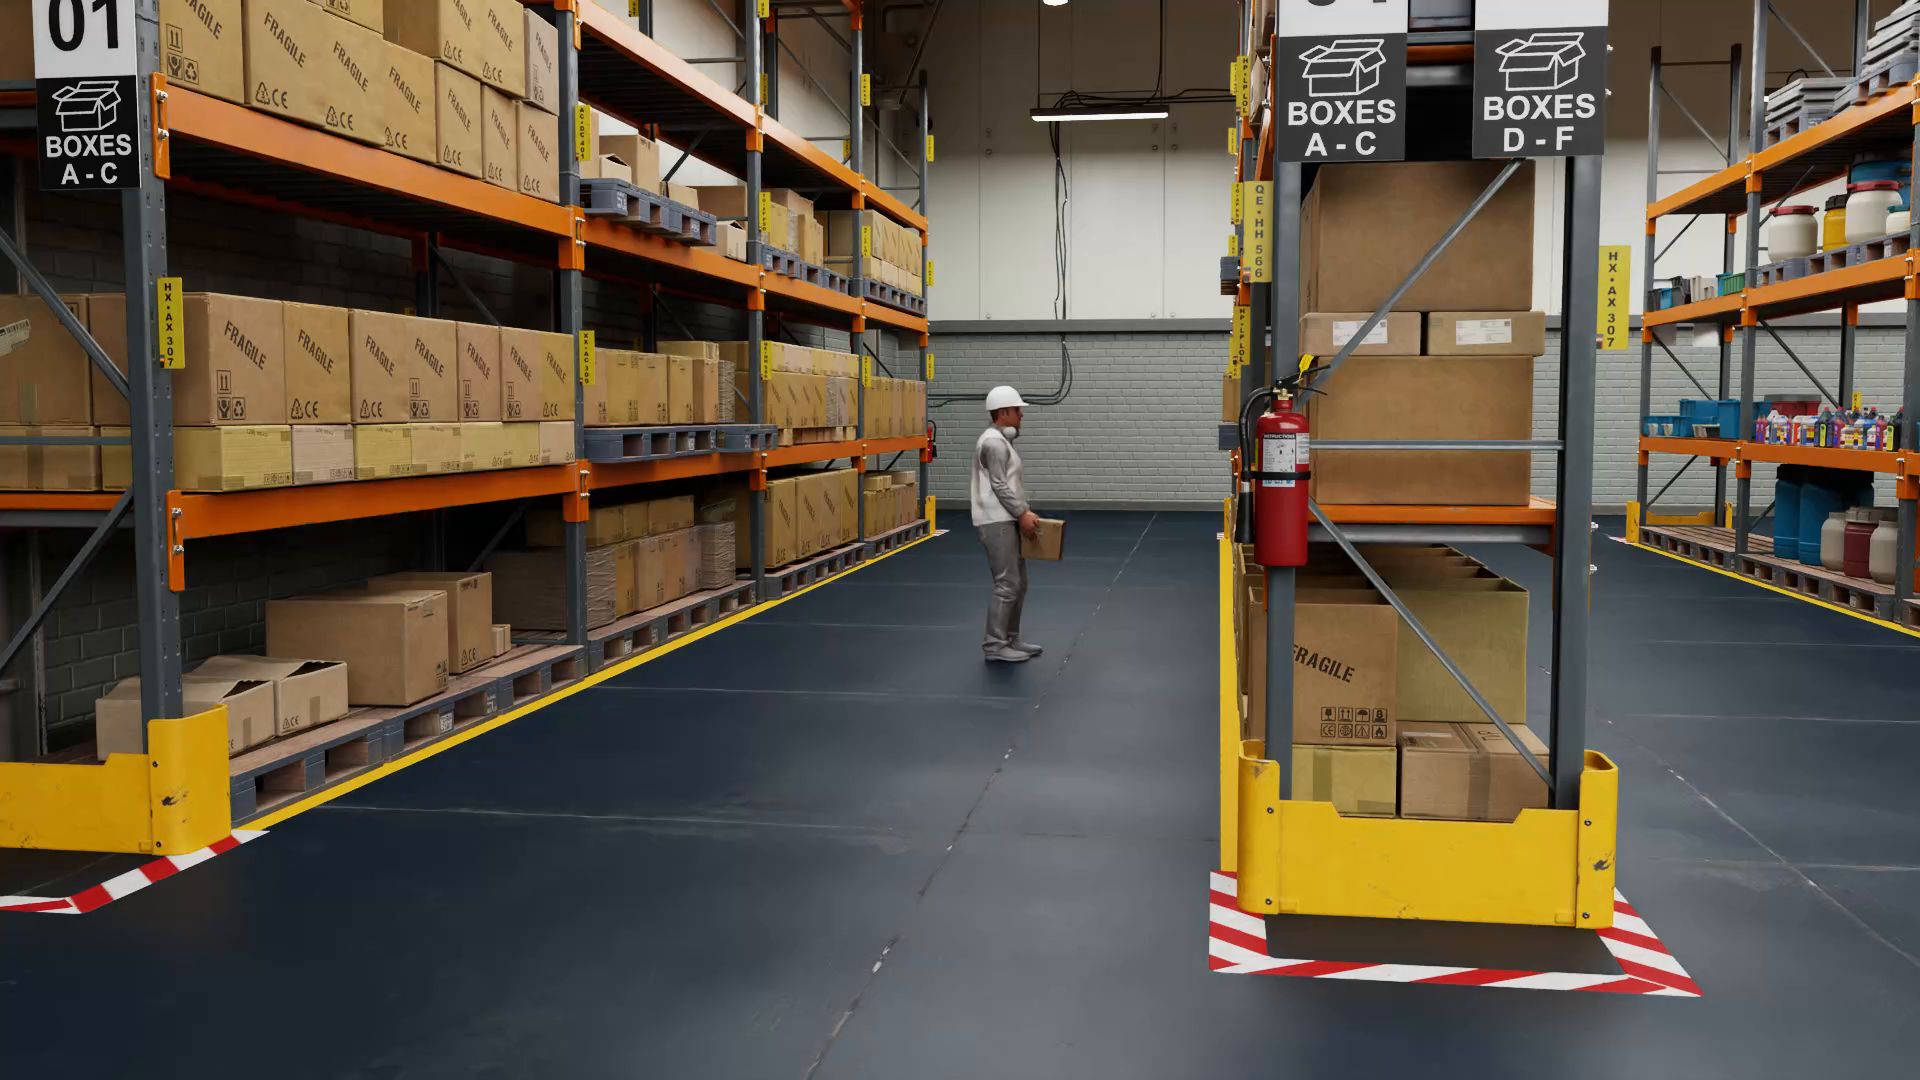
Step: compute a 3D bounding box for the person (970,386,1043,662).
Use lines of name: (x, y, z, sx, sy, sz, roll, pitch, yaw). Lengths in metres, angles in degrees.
person: (0.302, -0.115, 10.893, 0.470, 1.779, 0.546, 1, 4, 8)
